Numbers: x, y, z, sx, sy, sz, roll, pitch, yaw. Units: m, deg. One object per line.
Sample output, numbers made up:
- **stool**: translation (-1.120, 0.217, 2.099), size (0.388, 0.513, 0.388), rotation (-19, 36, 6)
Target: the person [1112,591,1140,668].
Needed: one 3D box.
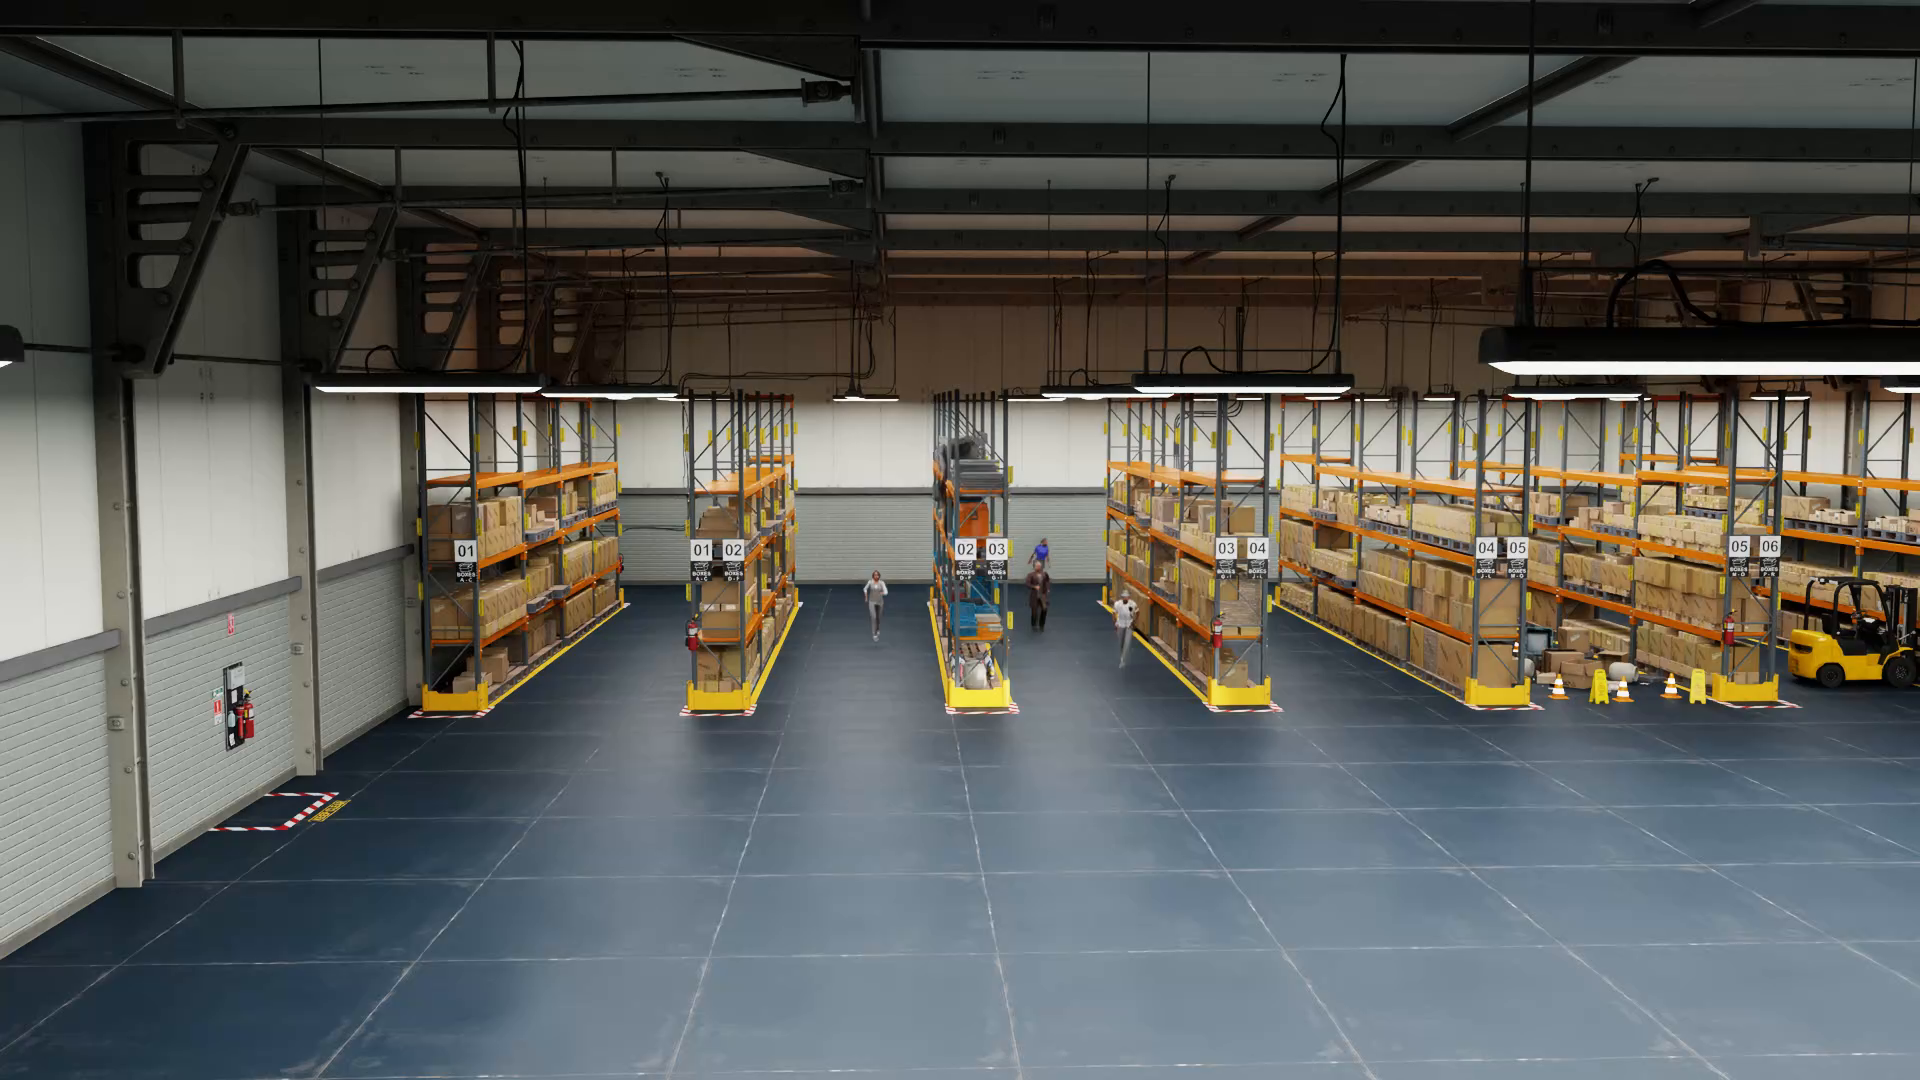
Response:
- **person**: translation (3.456, 1.824, 34.705), size (0.568, 1.632, 0.814), rotation (0, 5, 1)

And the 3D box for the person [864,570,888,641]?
- **person**: translation (-1.947, 1.517, 38.581), size (0.537, 1.584, 0.848), rotation (-1, 5, -9)

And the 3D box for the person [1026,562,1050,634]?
- **person**: translation (1.968, 1.447, 41.655), size (0.677, 1.810, 0.882), rotation (-1, 5, -11)

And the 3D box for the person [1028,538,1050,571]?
- **person**: translation (2.454, 0.722, 51.624), size (0.605, 1.613, 0.539), rotation (-3, 5, -28)
